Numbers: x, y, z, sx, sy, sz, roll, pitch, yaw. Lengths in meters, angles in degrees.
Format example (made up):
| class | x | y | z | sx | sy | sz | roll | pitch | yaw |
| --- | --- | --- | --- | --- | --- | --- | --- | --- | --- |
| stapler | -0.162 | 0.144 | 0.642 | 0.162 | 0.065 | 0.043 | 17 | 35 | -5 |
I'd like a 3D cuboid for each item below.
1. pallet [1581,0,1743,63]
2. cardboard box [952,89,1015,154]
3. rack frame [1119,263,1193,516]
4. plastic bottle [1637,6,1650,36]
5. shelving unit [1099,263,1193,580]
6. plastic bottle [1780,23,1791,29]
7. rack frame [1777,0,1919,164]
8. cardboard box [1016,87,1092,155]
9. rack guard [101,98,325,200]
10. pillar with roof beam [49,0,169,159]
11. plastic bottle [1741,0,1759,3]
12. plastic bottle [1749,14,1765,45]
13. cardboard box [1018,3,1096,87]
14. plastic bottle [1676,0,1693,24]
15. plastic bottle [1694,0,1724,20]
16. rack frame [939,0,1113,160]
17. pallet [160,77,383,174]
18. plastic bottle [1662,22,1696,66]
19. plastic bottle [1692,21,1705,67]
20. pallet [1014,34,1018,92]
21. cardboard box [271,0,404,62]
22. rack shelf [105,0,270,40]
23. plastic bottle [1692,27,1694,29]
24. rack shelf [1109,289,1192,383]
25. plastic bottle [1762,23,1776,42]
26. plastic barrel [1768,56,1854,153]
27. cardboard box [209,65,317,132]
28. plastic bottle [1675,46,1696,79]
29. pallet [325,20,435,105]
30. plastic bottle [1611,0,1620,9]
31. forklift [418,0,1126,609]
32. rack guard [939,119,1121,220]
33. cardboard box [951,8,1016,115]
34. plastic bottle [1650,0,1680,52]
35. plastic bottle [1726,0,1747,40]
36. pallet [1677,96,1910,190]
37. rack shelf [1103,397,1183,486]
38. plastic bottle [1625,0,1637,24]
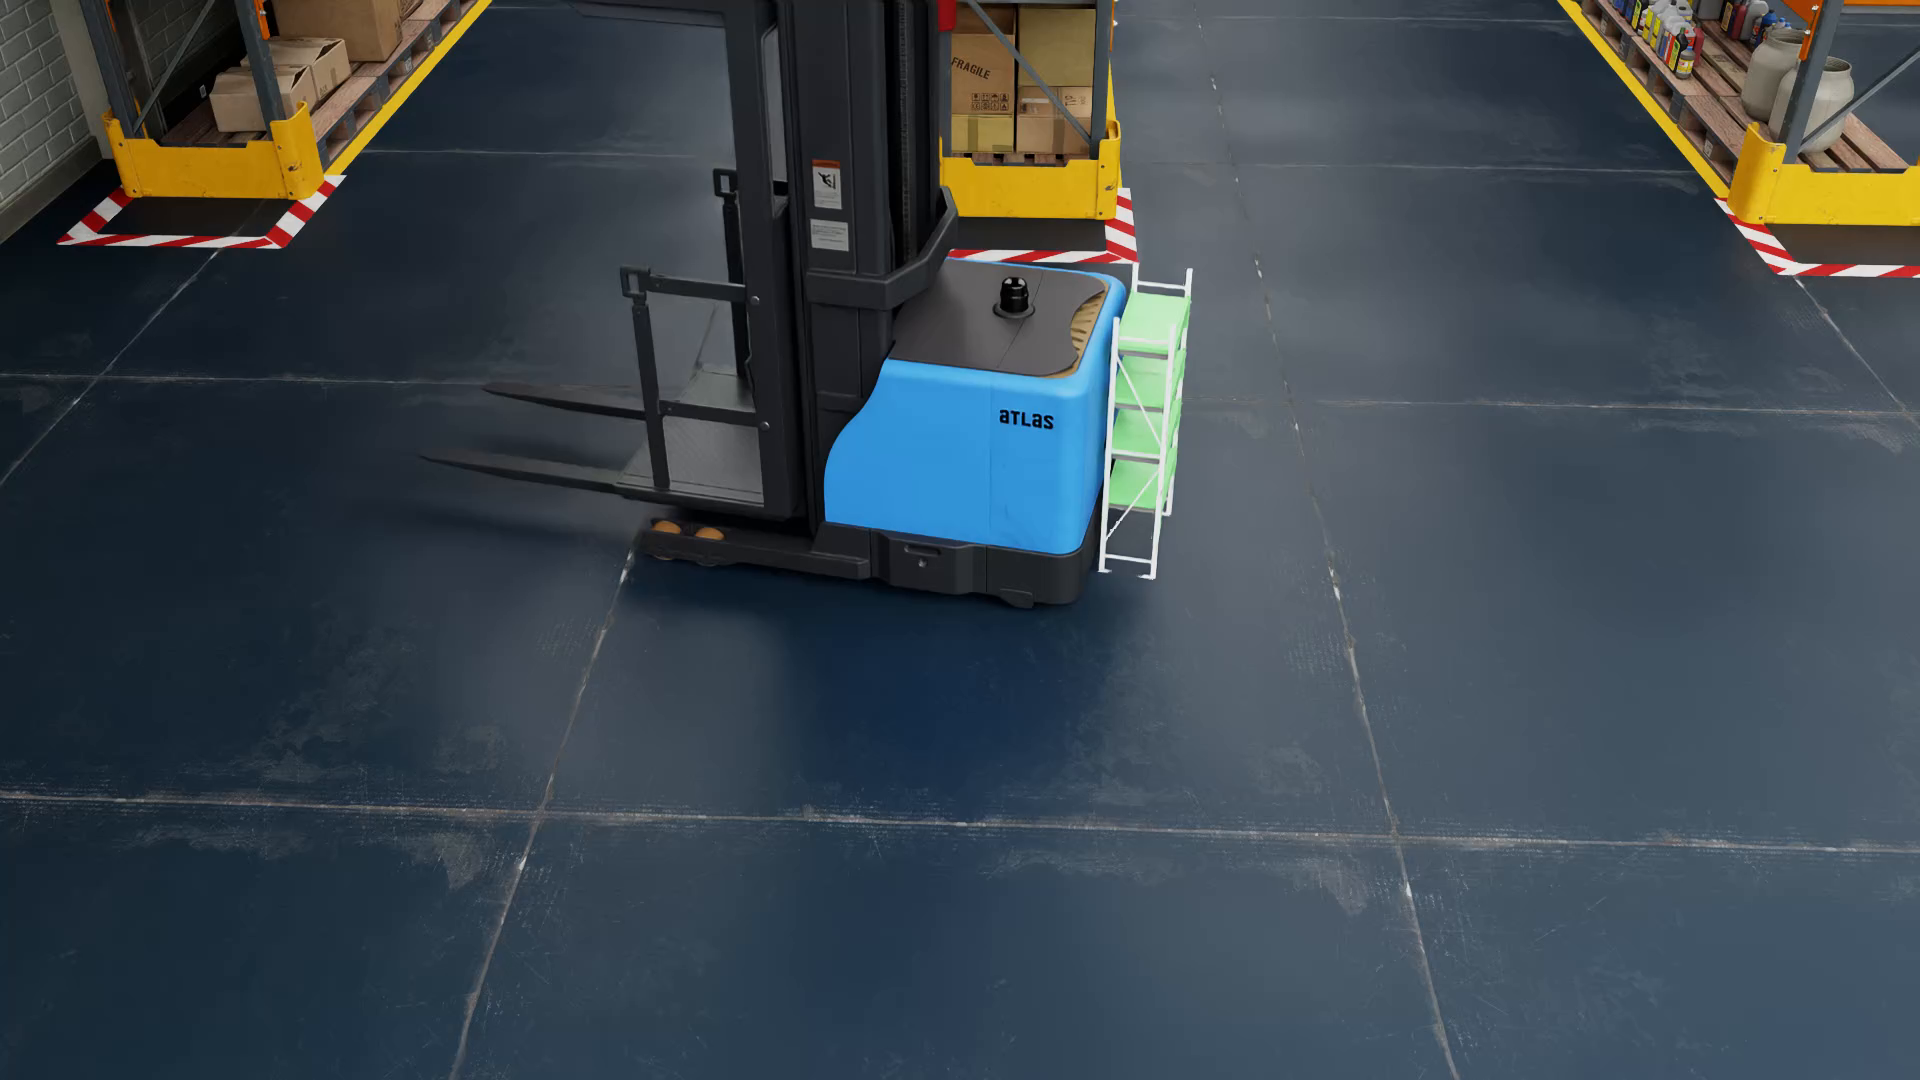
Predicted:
| class | x | y | z | sx | sy | sz | roll | pitch | yaw |
| --- | --- | --- | --- | --- | --- | --- | --- | --- | --- |
| pallet | 5.404 | -3.930 | 12.658 | 1.003 | 0.211 | 1.213 | 1 | 35 | 2 |
| cardboard box | 0.089 | -2.636 | 10.418 | 0.500 | 0.250 | 0.500 | 1 | 35 | 2 |
| rack frame | 0.822 | -0.617 | 7.084 | 0.240 | 1.200 | 0.015 | 8 | 36 | 11 |
| plastic bottle | 4.983 | -3.766 | 12.051 | 0.097 | 0.201 | 0.097 | 0 | 35 | 0 |
| shelving unit | 0.765 | -0.480 | 6.890 | 0.258 | 1.200 | 0.503 | 8 | 36 | 11 |
| plastic bottle | 5.709 | -3.453 | 11.544 | 0.097 | 0.271 | 0.097 | 0 | 35 | 0 |
| rack frame | 5.312 | -3.158 | 9.134 | 1.000 | 3.000 | 0.127 | 1 | 35 | 2 |
| cardboard box | 0.606 | -2.624 | 10.401 | 0.500 | 0.250 | 0.500 | 1 | 35 | 2 |
| rack guard | -4.584 | -2.407 | 10.241 | 1.175 | 0.500 | 0.348 | 1 | 35 | 2 |
| pillar with roof beam | -1.122 | -6.164 | 8.194 | 9.100 | 9.000 | 0.400 | 1 | 35 | 2 |
| plastic bottle | 5.714 | -3.879 | 12.082 | 0.144 | 0.351 | 0.185 | 1 | 35 | 2 |
| plastic bottle | 5.726 | -3.657 | 11.895 | 0.097 | 0.201 | 0.097 | 0 | 35 | 0 |
| cardboard box | 0.624 | -3.218 | 10.594 | 0.500 | 0.500 | 0.500 | 1 | 35 | 2 |
| plastic bottle | 5.150 | -3.725 | 11.928 | 0.152 | 0.276 | 0.135 | 1 | 35 | 2 |
| plastic bottle | 5.578 | -4.023 | 12.352 | 0.152 | 0.276 | 0.135 | 1 | 35 | 2 |
| rack frame | 0.362 | -3.274 | 9.300 | 1.000 | 3.000 | 0.127 | 1 | 35 | 2 |
| pallet | -4.517 | -2.755 | 10.987 | 1.003 | 0.211 | 1.213 | 1 | 35 | 2 |
| plastic bottle | 4.985 | -3.433 | 11.512 | 0.152 | 0.276 | 0.135 | 2 | 35 | 2 |
| plastic bottle | 5.091 | -3.434 | 11.507 | 0.061 | 0.283 | 0.133 | 1 | 35 | 2 |
| pallet | 0.403 | -3.273 | 11.723 | 1.003 | 0.211 | 1.213 | 1 | 35 | 2 |
| cardboard box | -4.367 | -3.687 | 11.679 | 0.700 | 0.500 | 0.500 | -1 | 35 | -1 |
| rack shelf | -4.507 | -4.241 | 11.301 | 1.077 | 0.370 | 4.000 | 1 | 35 | 2 |
| plastic bottle | 5.116 | -3.490 | 11.658 | 0.097 | 0.201 | 0.097 | 0 | 35 | 0 |
| rack shelf | 0.765 | -0.821 | 6.651 | 0.258 | 0.148 | 0.480 | 8 | 36 | 11 |
| plastic bottle | 5.717 | -3.538 | 11.727 | 0.097 | 0.201 | 0.097 | 0 | 35 | 0 |
| plastic barrel | 5.262 | -2.691 | 10.269 | 0.421 | 0.512 | 0.421 | 0 | 35 | 0 |
| cardboard box | -4.470 | -2.862 | 10.669 | 0.500 | 0.311 | 0.500 | -2 | 35 | -3 |
| plastic bottle | 4.947 | -3.258 | 11.328 | 0.097 | 0.201 | 0.097 | 0 | 35 | 0 |
| pallet | -4.465 | -3.454 | 11.981 | 1.003 | 0.211 | 1.213 | 1 | 35 | 2 |
| plastic bottle | 5.036 | -4.162 | 12.549 | 0.152 | 0.276 | 0.135 | 3 | 35 | 4 |
| forklift | -0.867 | -1.369 | 6.650 | 3.031 | 2.935 | 1.130 | 8 | 36 | 12 |
| rack guard | 0.361 | -2.238 | 9.999 | 1.175 | 0.500 | 0.348 | 1 | 35 | 2 |
| cardboard box | 0.087 | -2.943 | 10.202 | 0.500 | 0.500 | 0.500 | 1 | 35 | 2 |
| plastic bottle | 4.993 | -3.638 | 11.739 | 0.144 | 0.351 | 0.185 | 3 | 35 | 4 |
| plastic bottle | 5.597 | -3.761 | 11.972 | 0.061 | 0.283 | 0.133 | 1 | 35 | 2 |
| pallet | 5.306 | -2.528 | 10.664 | 1.003 | 0.211 | 1.213 | 1 | 35 | 2 |
| rack shelf | 0.765 | -0.428 | 6.927 | 0.258 | 0.148 | 0.480 | 8 | 36 | 11 |
| plastic bottle | 5.018 | -3.989 | 12.239 | 0.144 | 0.351 | 0.185 | 0 | 35 | 0 |
